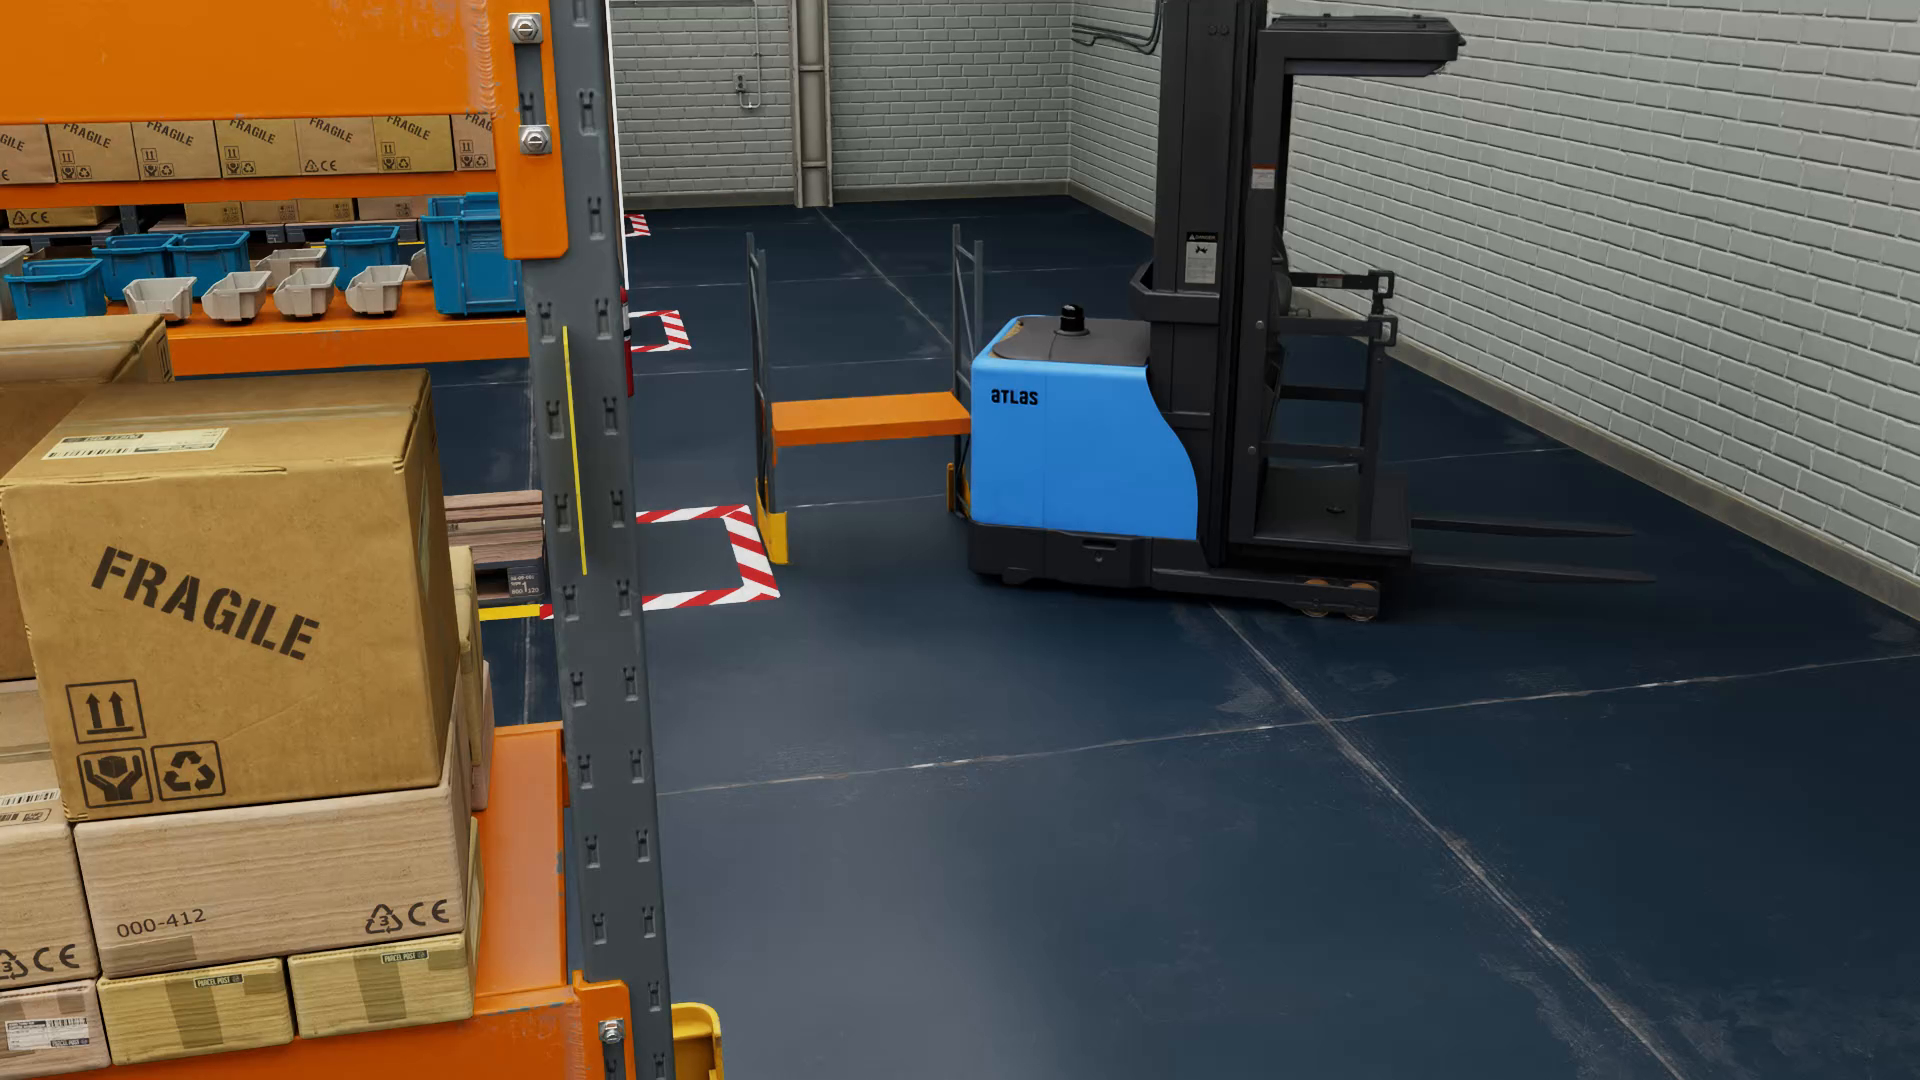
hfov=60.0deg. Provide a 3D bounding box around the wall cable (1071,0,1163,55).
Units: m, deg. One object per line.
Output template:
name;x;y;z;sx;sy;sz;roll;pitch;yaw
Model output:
wall cable;1.534;-6.309;16.968;0.112;2.526;3.097;-5;21;-12

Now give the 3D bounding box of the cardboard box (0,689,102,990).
cardboard box;-1.537;0.450;2.510;0.500;0.250;0.500;-5;21;-13

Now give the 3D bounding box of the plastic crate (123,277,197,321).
plastic crate;-3.359;-1.007;6.998;0.250;0.136;0.298;-5;21;-12

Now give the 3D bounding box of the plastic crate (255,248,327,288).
plastic crate;-3.080;-1.249;7.660;0.298;0.136;0.250;-5;21;-12

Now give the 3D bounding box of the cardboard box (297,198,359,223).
cardboard box;-6.204;-3.432;16.346;0.500;0.500;0.700;-4;21;-11

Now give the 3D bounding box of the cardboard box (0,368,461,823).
cardboard box;-1.047;0.058;2.492;0.500;0.500;0.500;-4;21;-12

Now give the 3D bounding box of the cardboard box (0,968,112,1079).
cardboard box;-1.402;0.650;2.546;0.250;0.149;0.380;-5;21;-12

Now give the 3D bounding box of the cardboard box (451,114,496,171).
cardboard box;-3.282;-2.884;11.682;0.500;0.500;0.500;-4;20;-11

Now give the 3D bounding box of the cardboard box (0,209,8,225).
cardboard box;-9.412;-3.327;15.549;0.750;0.750;0.750;-4;20;-11

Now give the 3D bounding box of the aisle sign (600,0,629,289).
aisle sign;-0.494;-0.773;2.286;0.004;0.787;0.394;-5;21;-12

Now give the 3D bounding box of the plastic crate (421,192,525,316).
plastic crate;-2.056;-1.261;7.258;0.499;0.435;0.616;-5;21;-12

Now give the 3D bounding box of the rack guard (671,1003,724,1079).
rack guard;-0.610;1.524;3.427;0.348;0.500;1.175;-5;21;-12

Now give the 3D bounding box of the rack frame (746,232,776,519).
rack frame;-0.953;-0.689;8.016;0.032;1.500;0.500;-5;21;-12

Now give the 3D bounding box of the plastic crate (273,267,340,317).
plastic crate;-2.810;-1.067;7.161;0.243;0.136;0.396;-5;21;-12

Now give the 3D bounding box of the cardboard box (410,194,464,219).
cardboard box;-5.198;-3.517;16.577;0.500;0.500;0.700;-5;21;-13

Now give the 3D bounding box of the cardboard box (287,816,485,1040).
cardboard box;-0.904;0.609;2.657;0.250;0.149;0.380;-4;21;-11

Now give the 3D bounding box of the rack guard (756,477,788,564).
rack guard;-0.932;-0.104;8.235;0.087;0.250;0.587;-5;21;-12

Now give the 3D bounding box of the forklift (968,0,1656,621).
forklift;1.610;-1.219;7.382;3.031;2.935;1.130;5;21;12

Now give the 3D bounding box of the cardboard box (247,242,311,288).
cardboard box;-4.974;-1.832;11.945;0.637;0.503;0.797;-5;21;-12

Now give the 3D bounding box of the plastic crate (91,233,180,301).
plastic crate;-3.662;-1.218;7.434;0.300;0.233;0.416;-5;21;-12

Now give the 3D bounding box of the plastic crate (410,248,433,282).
plastic crate;-2.420;-1.303;7.806;0.298;0.136;0.250;-5;21;-12

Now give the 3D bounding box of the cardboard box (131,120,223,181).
cardboard box;-5.258;-2.724;11.244;0.500;0.500;0.500;-5;21;-13

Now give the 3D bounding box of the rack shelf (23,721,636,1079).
rack shelf;-2.579;0.849;2.683;4.000;0.370;1.077;-5;21;-12

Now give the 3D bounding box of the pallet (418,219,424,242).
pallet;-4.813;-3.223;16.806;1.213;0.211;1.003;-5;21;-12

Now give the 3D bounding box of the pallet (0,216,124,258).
pallet;-8.679;-2.909;15.950;1.213;0.211;1.003;-5;21;-12

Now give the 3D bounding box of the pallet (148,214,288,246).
pallet;-7.187;-3.030;16.278;1.213;0.211;1.003;-5;21;-12

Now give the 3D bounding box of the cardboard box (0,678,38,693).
cardboard box;-1.667;0.274;2.991;0.500;0.250;0.500;-5;21;-13

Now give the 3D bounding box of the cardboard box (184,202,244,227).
cardboard box;-7.194;-3.353;16.132;0.500;0.500;0.700;-4;21;-12

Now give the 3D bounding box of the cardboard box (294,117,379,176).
cardboard box;-4.273;-2.804;11.464;0.500;0.500;0.500;-4;21;-12

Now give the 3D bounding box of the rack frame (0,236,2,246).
rack frame;-6.802;-2.647;11.180;0.127;3.000;1.000;-5;21;-12

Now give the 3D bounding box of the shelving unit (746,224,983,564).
shelving unit;-0.449;-0.731;8.127;1.083;1.500;0.587;-5;21;-12

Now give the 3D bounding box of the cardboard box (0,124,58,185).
cardboard box;-6.243;-2.643;11.024;0.500;0.500;0.500;-4;21;-11

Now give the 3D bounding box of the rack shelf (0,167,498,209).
rack shelf;-4.855;-2.468;11.736;4.000;0.370;1.077;-5;21;-12
